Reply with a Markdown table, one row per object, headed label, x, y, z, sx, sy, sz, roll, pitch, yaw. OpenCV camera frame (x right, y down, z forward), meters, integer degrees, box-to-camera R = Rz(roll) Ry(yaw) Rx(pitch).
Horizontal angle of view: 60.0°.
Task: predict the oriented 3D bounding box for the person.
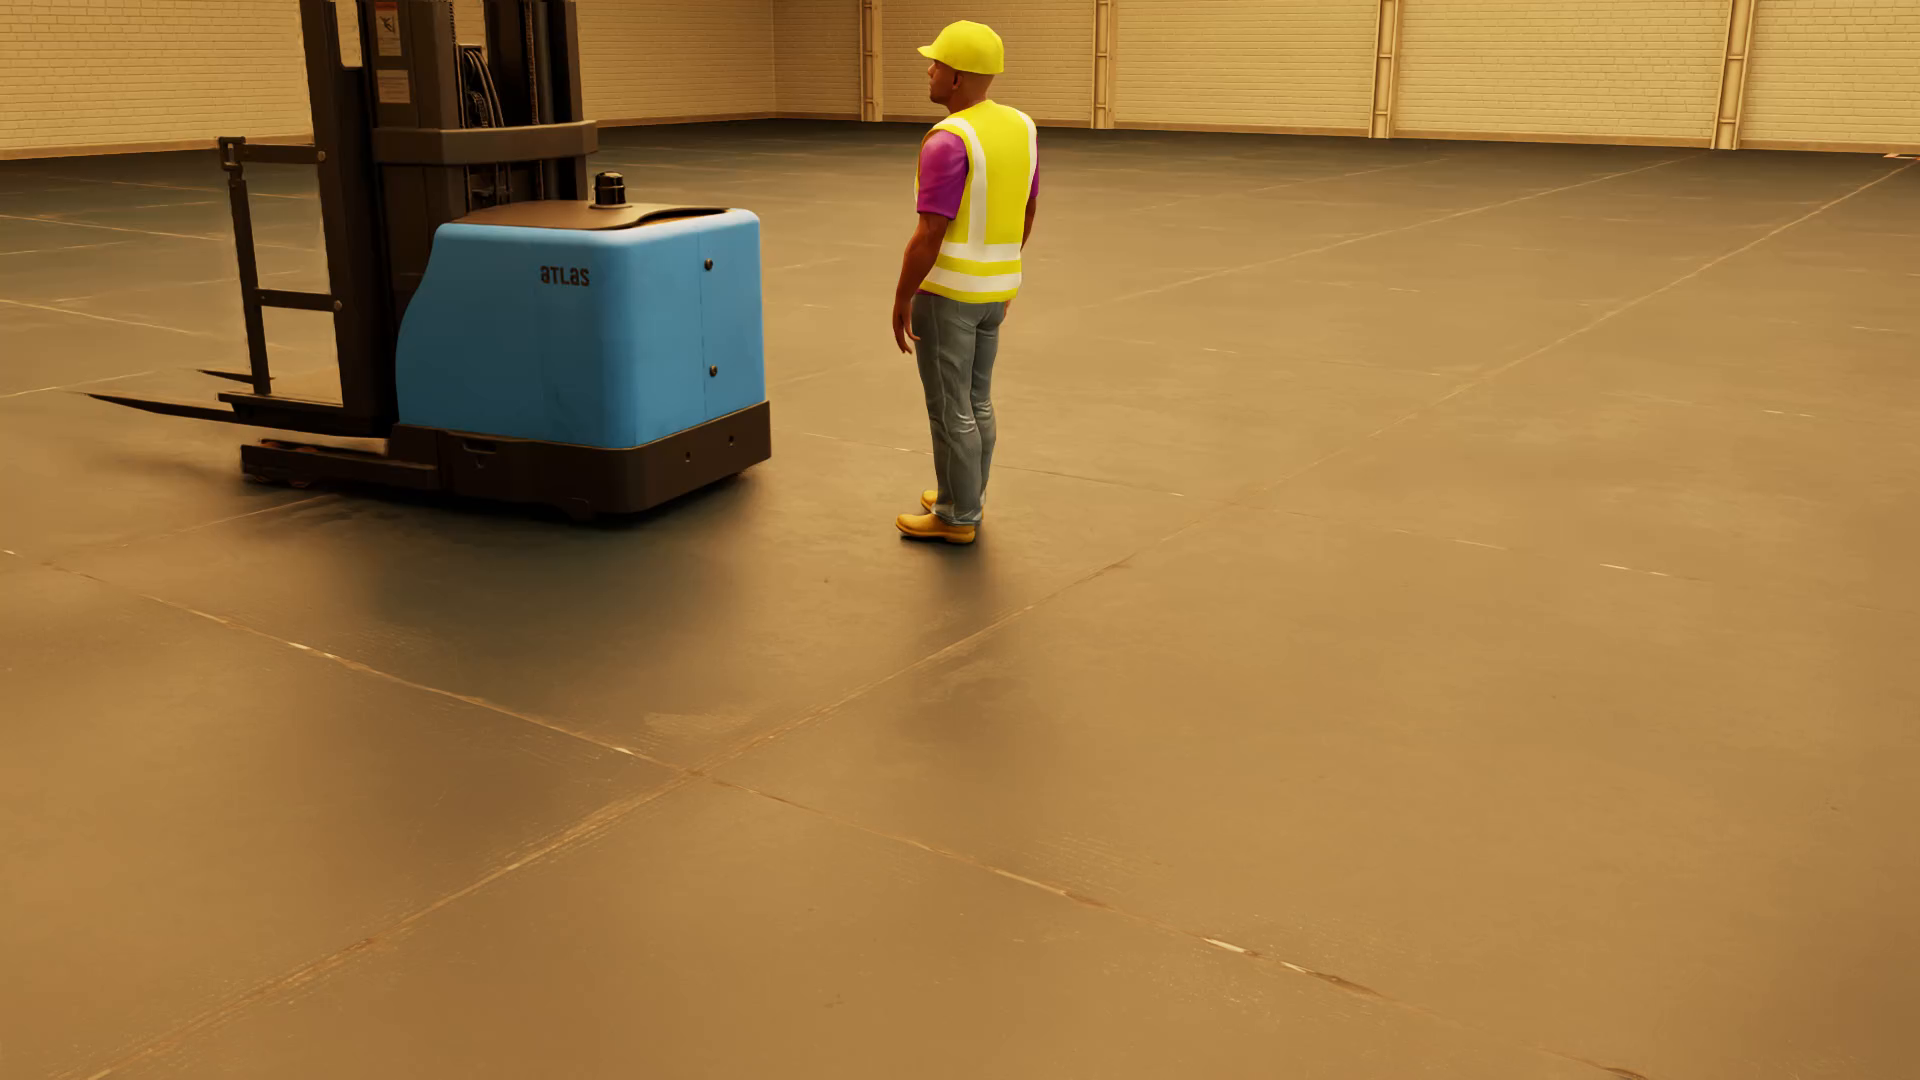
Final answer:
| label | x | y | z | sx | sy | sz | roll | pitch | yaw |
| --- | --- | --- | --- | --- | --- | --- | --- | --- | --- |
| person | -0.055 | -0.862 | 5.736 | 0.575 | 1.761 | 0.666 | 11 | 20 | 33 |

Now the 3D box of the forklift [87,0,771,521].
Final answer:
| label | x | y | z | sx | sy | sz | roll | pitch | yaw |
| --- | --- | --- | --- | --- | --- | --- | --- | --- | --- |
| forklift | -2.336 | -1.739 | 6.649 | 3.031 | 2.935 | 1.130 | 8 | 18 | 24 |
